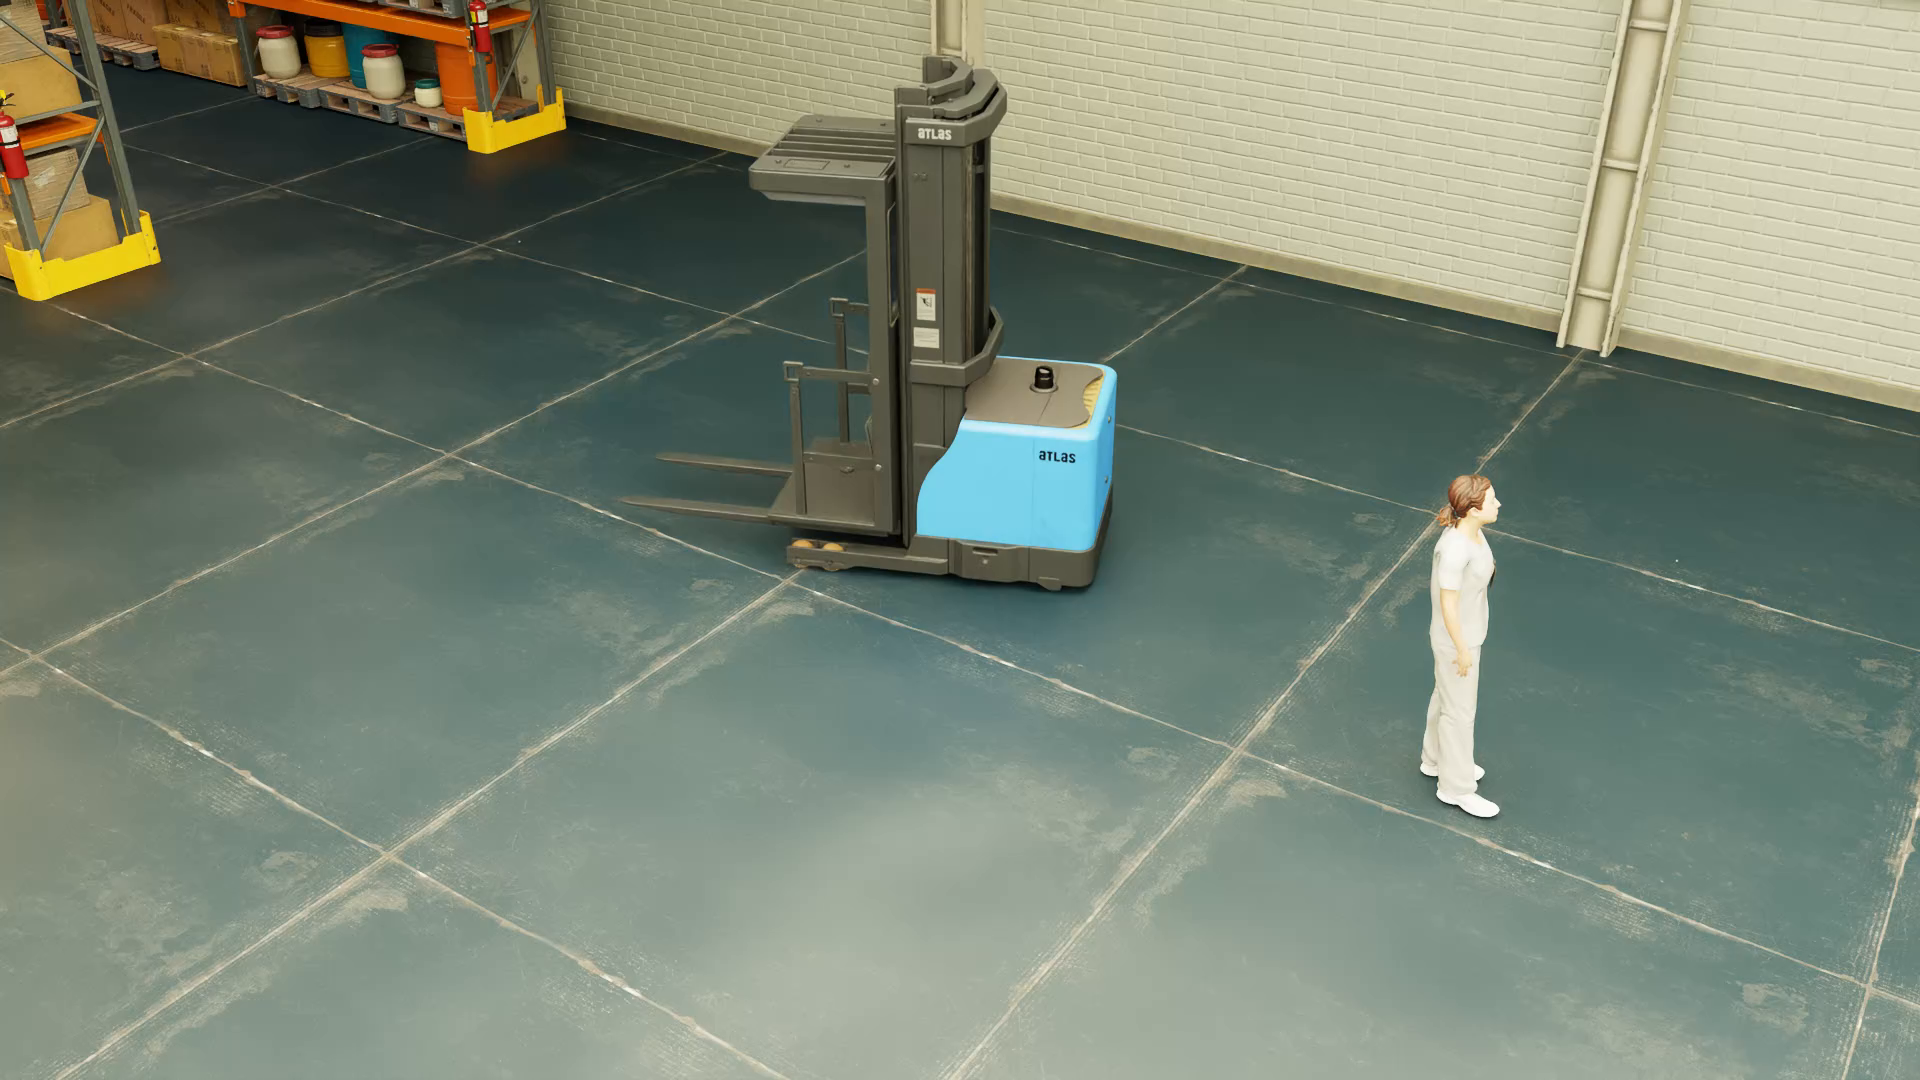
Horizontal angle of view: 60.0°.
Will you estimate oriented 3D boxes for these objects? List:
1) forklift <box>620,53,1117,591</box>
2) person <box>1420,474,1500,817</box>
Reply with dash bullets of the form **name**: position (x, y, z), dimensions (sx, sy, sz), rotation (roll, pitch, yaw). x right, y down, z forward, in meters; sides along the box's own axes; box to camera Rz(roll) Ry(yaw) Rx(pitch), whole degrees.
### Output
- **forklift**: position (-0.596, -1.330, 9.871), dimensions (3.031, 2.935, 1.130), rotation (6, 31, 10)
- **person**: position (2.478, 0.474, 8.001), dimensions (0.534, 1.676, 0.550), rotation (12, 32, 20)
